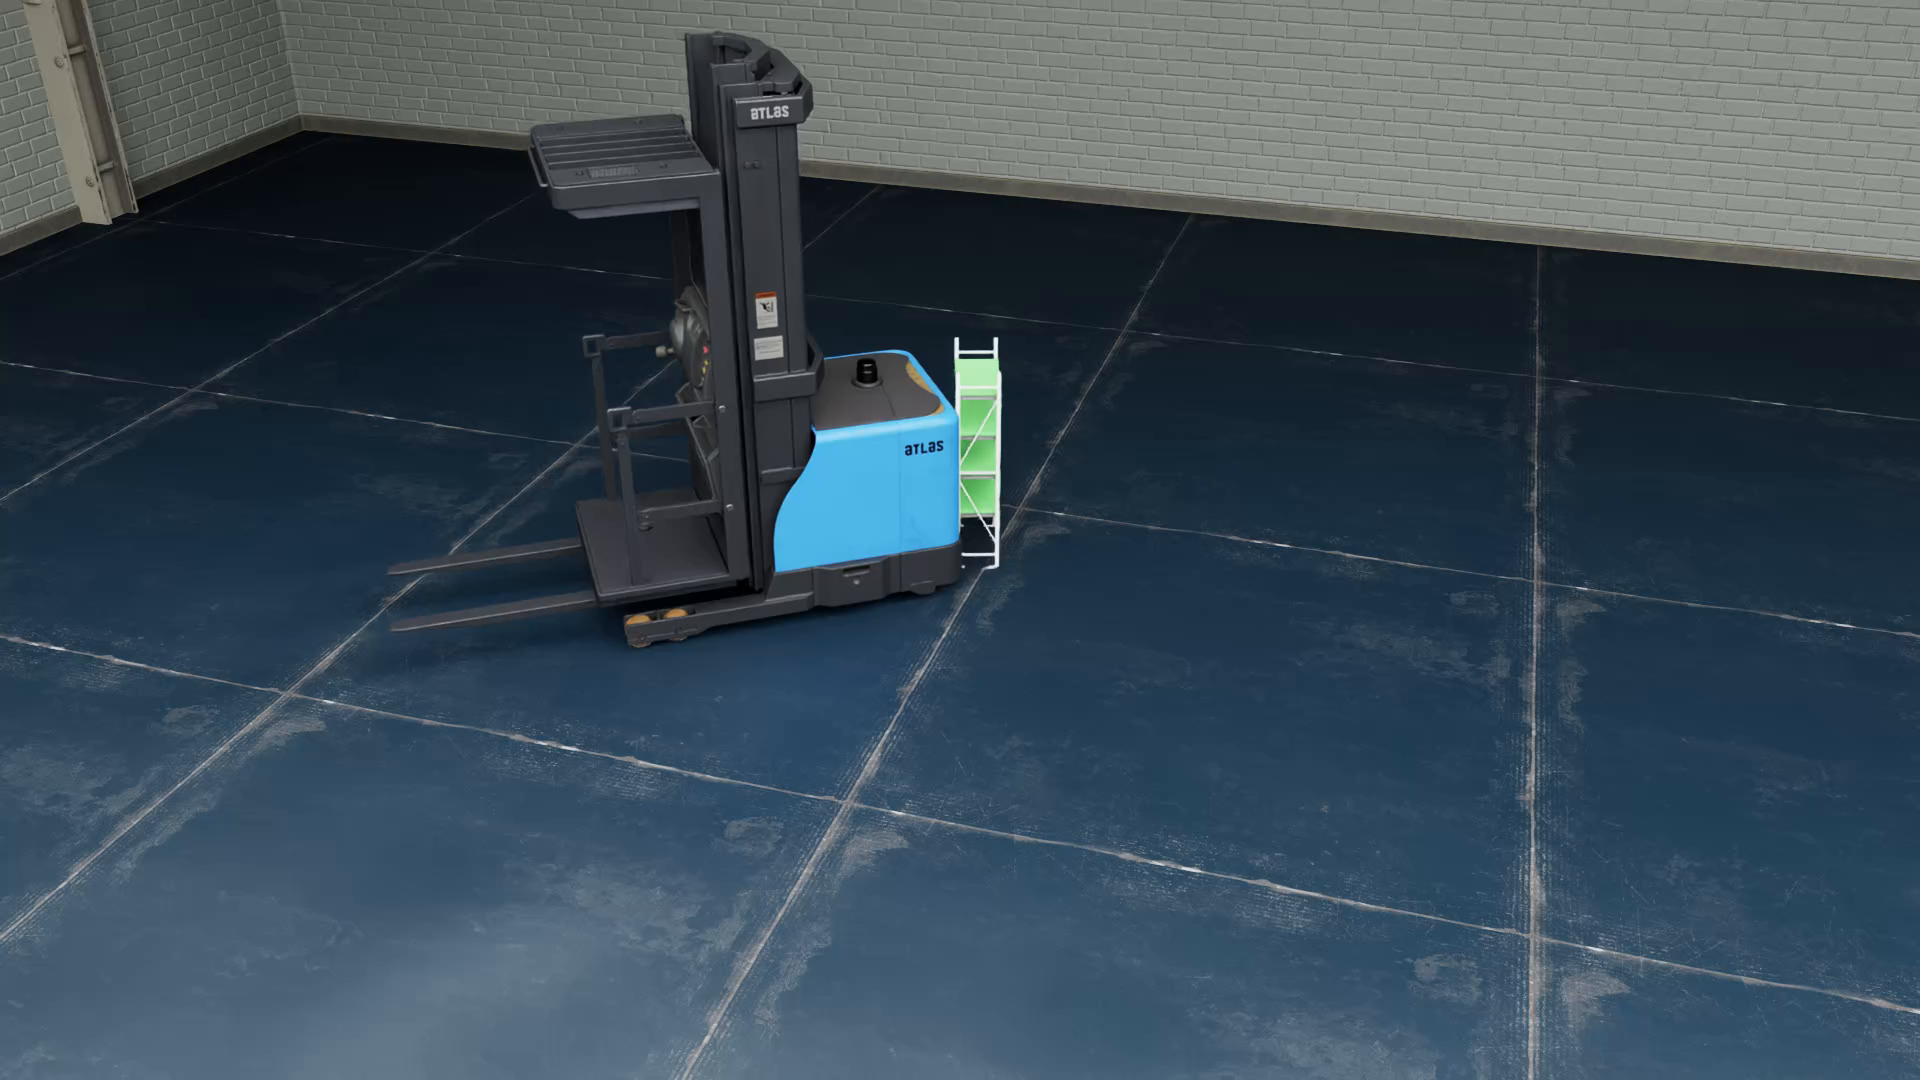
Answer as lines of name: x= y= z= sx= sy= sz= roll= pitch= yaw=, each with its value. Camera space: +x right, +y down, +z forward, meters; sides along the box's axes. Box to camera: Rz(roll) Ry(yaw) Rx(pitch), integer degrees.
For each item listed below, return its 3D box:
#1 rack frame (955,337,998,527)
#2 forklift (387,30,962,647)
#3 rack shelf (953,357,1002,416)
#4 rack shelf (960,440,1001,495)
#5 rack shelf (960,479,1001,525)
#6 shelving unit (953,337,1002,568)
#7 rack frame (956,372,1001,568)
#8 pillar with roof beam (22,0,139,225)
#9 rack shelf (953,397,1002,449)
rack frame: x=0.091 y=-0.607 z=9.607 sx=0.240 sy=1.200 sz=0.015 roll=0 pitch=29 yaw=-1
forklift: x=-1.565 y=-1.005 z=8.542 sx=3.031 sy=2.935 sz=1.130 roll=-9 pitch=30 yaw=-16
rack shelf: x=0.095 y=-0.852 z=9.191 sx=0.258 sy=0.148 sz=0.480 roll=0 pitch=29 yaw=-1
rack shelf: x=0.095 y=-0.432 z=9.424 sx=0.258 sy=0.148 sz=0.480 roll=0 pitch=29 yaw=-1
rack shelf: x=0.095 y=-0.223 z=9.541 sx=0.258 sy=0.148 sz=0.480 roll=0 pitch=29 yaw=-1
shelving unit: x=0.095 y=-0.488 z=9.393 sx=0.258 sy=1.200 sz=0.503 roll=0 pitch=29 yaw=-1
rack frame: x=0.099 y=-0.370 z=9.180 sx=0.240 sy=1.200 sz=0.015 roll=0 pitch=29 yaw=-1
pillar with roof beam: x=-3.550 y=-6.236 z=11.703 sx=9.100 sy=9.000 sz=0.400 roll=8 pitch=30 yaw=15
rack shelf: x=0.095 y=-0.642 z=9.308 sx=0.258 sy=0.148 sz=0.480 roll=0 pitch=29 yaw=-1
